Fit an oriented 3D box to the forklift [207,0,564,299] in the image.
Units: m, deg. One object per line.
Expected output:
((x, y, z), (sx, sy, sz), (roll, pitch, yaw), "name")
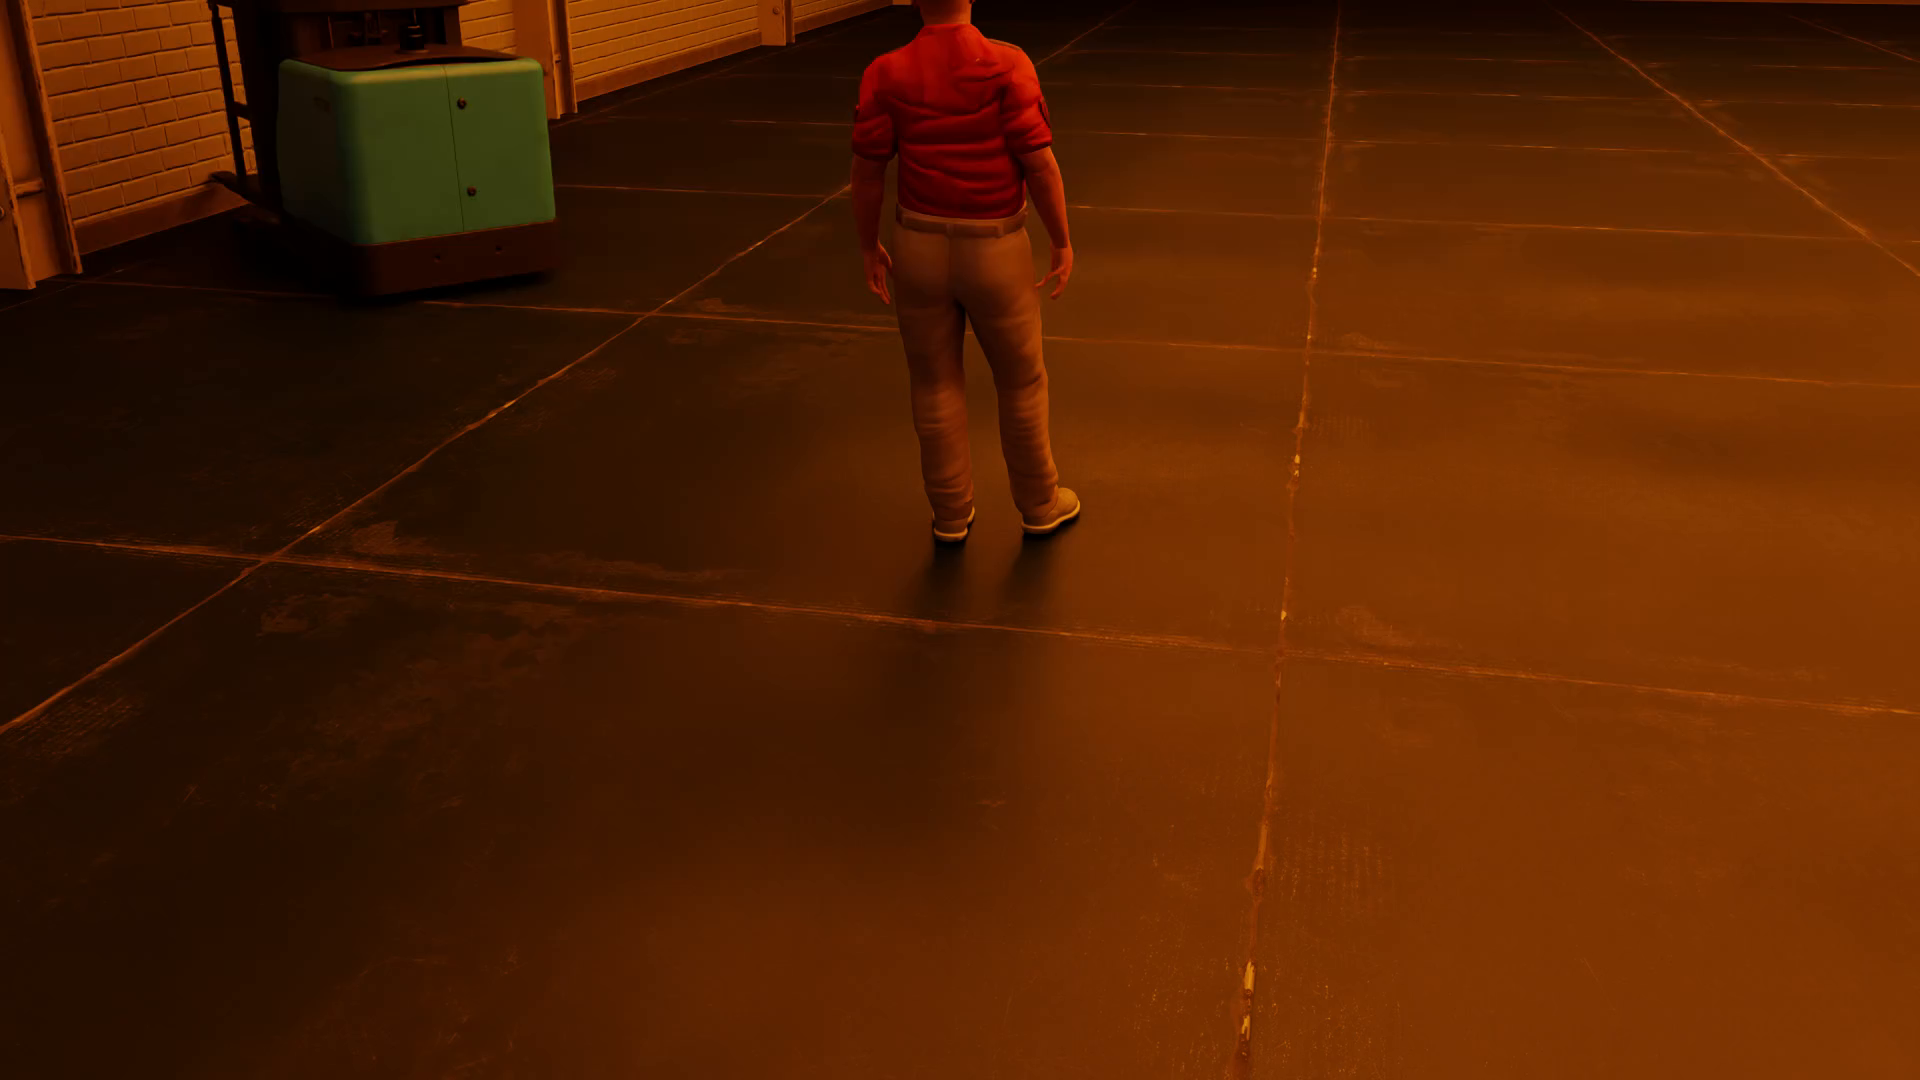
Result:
((-3.290, -2.982, 8.581), (1.130, 2.935, 3.031), (-17, 27, -35), "forklift")

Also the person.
((0.031, -0.840, 4.898), (0.641, 1.728, 0.550), (5, 23, 11), "person")
